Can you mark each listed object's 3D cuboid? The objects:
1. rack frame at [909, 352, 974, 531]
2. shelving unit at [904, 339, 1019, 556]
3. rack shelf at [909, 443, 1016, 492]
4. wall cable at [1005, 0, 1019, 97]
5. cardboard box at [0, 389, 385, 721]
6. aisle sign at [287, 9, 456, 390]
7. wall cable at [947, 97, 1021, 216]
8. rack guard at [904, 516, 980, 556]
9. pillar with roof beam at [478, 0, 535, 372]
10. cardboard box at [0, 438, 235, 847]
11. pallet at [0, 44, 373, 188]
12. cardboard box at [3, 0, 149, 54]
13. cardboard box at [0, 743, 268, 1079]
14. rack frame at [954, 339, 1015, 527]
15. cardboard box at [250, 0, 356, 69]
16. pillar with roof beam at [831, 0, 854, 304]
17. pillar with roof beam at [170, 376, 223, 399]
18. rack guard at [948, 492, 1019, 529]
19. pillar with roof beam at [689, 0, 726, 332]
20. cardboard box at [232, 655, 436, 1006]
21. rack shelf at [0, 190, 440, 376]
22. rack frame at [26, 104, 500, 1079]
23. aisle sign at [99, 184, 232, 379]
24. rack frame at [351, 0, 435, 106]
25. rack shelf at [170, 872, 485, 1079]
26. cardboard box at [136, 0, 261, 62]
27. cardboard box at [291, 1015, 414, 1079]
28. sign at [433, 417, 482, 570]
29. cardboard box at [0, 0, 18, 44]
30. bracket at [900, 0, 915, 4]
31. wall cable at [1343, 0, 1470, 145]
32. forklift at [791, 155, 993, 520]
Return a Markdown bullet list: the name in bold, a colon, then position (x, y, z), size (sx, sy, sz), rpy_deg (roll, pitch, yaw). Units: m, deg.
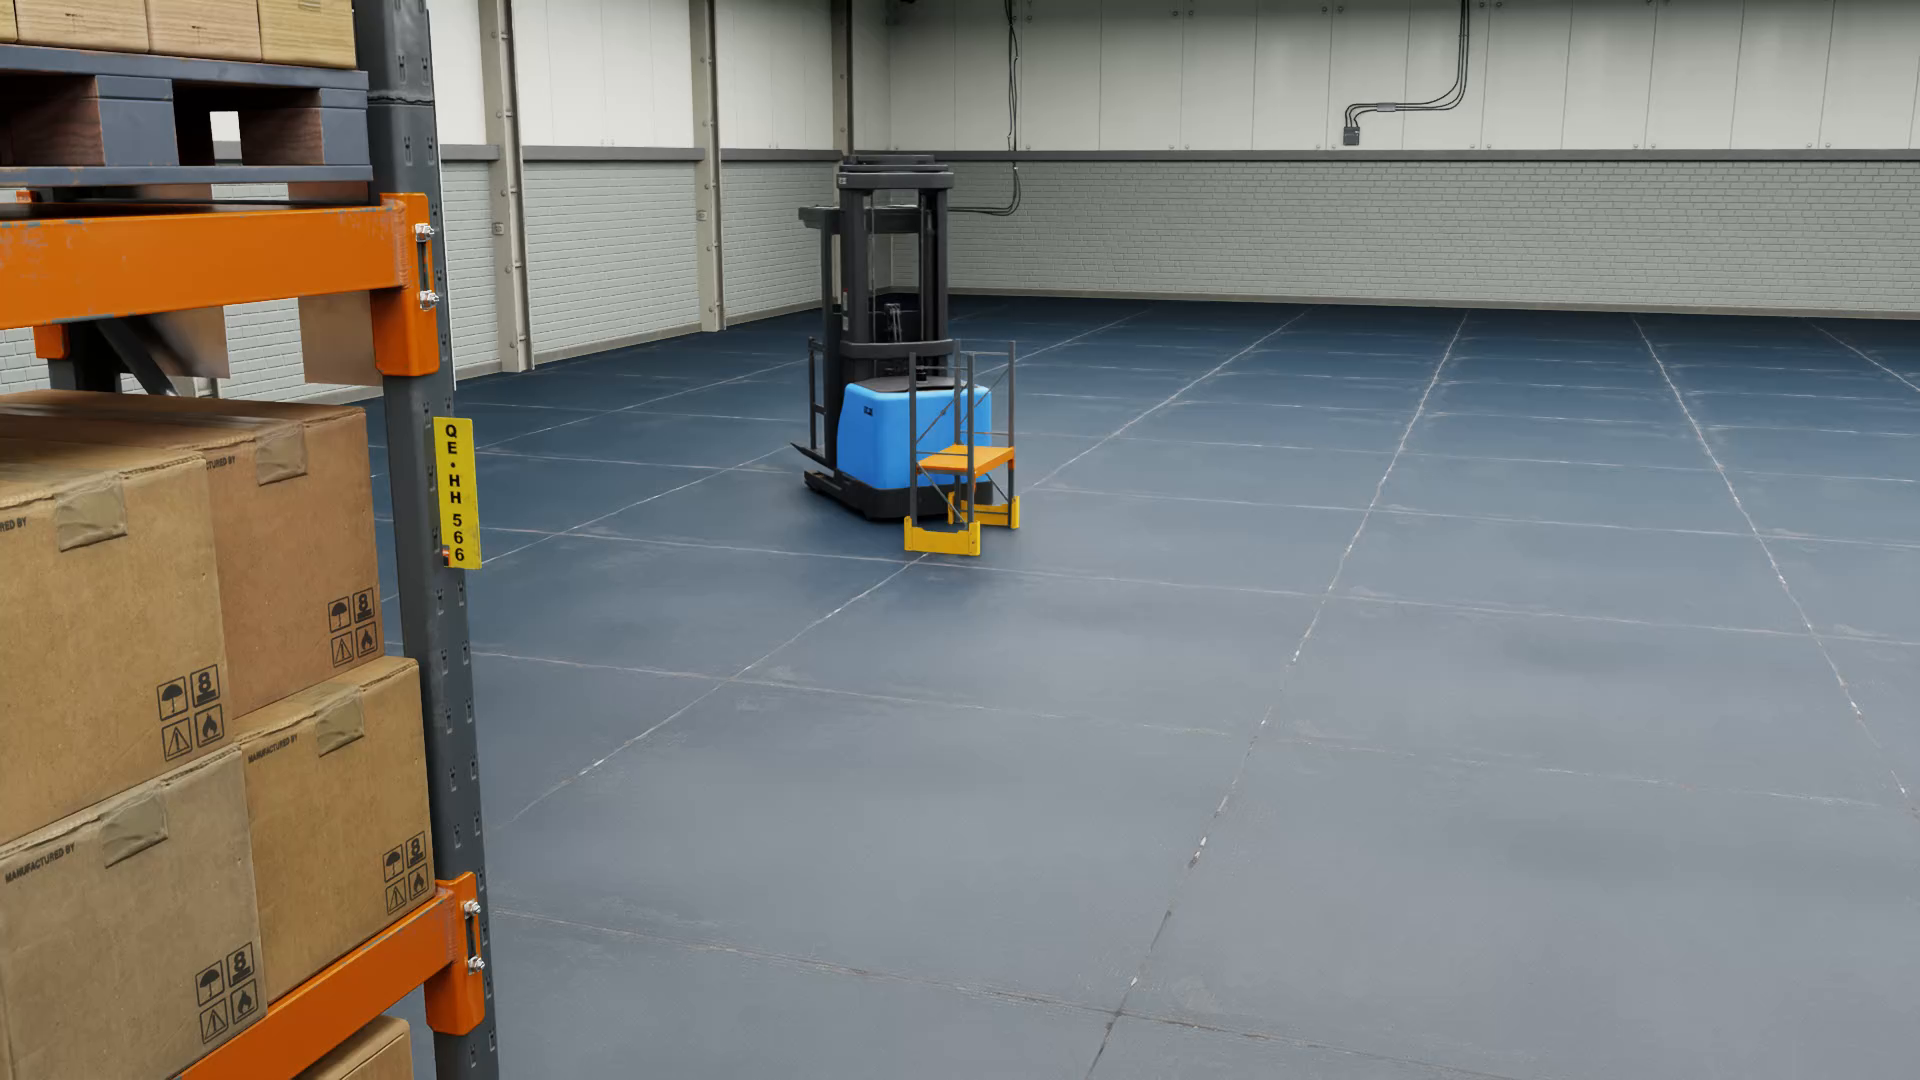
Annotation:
- **rack frame**: position (-0.136, -0.641, 12.426), size (0.500, 1.500, 0.032), rpy_deg (4, 14, 19)
- **shelving unit**: position (0.027, -0.746, 12.886), size (0.587, 1.500, 1.083), rpy_deg (4, 14, 19)
- **rack shelf**: position (0.030, -0.573, 12.935), size (0.538, 0.185, 1.000), rpy_deg (4, 14, 19)
- **wall cable**: position (2.396, -10.591, 34.794), size (3.097, 2.526, 0.112), rpy_deg (4, 14, 18)
- **cardboard box**: position (-1.739, 0.015, 3.417), size (0.875, 0.550, 0.550), rpy_deg (4, 14, 18)
- **aisle sign**: position (-1.276, -0.721, 3.565), size (0.394, 0.787, 0.004), rpy_deg (4, 14, 18)
- **wall cable**: position (-0.164, -8.323, 36.210), size (3.097, 2.526, 0.112), rpy_deg (4, 14, 18)
- **rack guard**: position (-0.136, -0.032, 12.567), size (0.587, 0.250, 0.087), rpy_deg (4, 14, 19)
- **pillar with roof beam**: position (-2.178, -6.475, 21.136), size (9.100, 9.000, 0.400), rpy_deg (4, 14, 18)
- **cardboard box**: position (-1.830, 0.138, 2.881), size (0.875, 0.550, 0.550), rpy_deg (4, 14, 18)
- **pallet**: position (-1.813, -0.723, 2.872), size (1.003, 0.211, 1.213), rpy_deg (4, 14, 18)
- **cardboard box**: position (-1.534, -0.853, 2.637), size (0.380, 0.149, 0.250), rpy_deg (5, 14, 19)
- **cardboard box**: position (-1.817, 0.665, 2.996), size (0.875, 0.550, 0.550), rpy_deg (4, 14, 18)
- **rack frame**: position (0.196, -0.855, 13.363), size (0.500, 1.500, 0.032), rpy_deg (4, 14, 19)
- **cardboard box**: position (-1.370, -0.960, 3.107), size (0.380, 0.149, 0.250), rpy_deg (4, 14, 18)
- **pillar with roof beam**: position (1.705, -9.002, 32.206), size (9.100, 9.000, 0.548), rpy_deg (4, 14, 18)
- **pillar with roof beam**: position (-4.119, -5.212, 15.601), size (9.100, 9.000, 0.400), rpy_deg (4, 14, 18)
- **rack guard**: position (0.190, -0.241, 13.484), size (0.587, 0.250, 0.087), rpy_deg (4, 14, 19)
- **pillar with roof beam**: position (-0.236, -7.739, 26.671), size (9.100, 9.000, 0.400), rpy_deg (4, 14, 18)
- **cardboard box**: position (-1.660, 0.548, 3.511), size (0.875, 0.550, 0.550), rpy_deg (4, 14, 18)
- **rack shelf**: position (-2.230, -0.151, 1.785), size (1.077, 0.370, 4.000), rpy_deg (4, 14, 18)
- **rack frame**: position (-1.583, 0.539, 3.884), size (1.000, 3.000, 0.127), rpy_deg (4, 14, 18)
- **aisle sign**: position (-1.844, -0.765, 3.755), size (0.394, 0.787, 0.004), rpy_deg (4, 14, 18)
- **rack frame**: position (-1.583, -2.385, 3.216), size (1.000, 3.000, 0.127), rpy_deg (4, 14, 18)
- **rack shelf**: position (-2.230, 1.311, 2.119), size (1.077, 0.370, 4.000), rpy_deg (4, 14, 18)
- **cardboard box**: position (-1.452, -0.907, 2.874), size (0.380, 0.149, 0.250), rpy_deg (4, 14, 19)
- **cardboard box**: position (-1.740, 1.518, 3.427), size (0.875, 0.875, 0.875), rpy_deg (4, 14, 19)
- **sign**: position (-1.074, -0.099, 3.545), size (0.100, 0.325, 0.005), rpy_deg (4, 14, 18)
- **cardboard box**: position (-1.617, -0.799, 2.404), size (0.380, 0.149, 0.250), rpy_deg (4, 14, 19)
- **bracket**: position (-1.132, -11.628, 35.620), size (0.235, 0.232, 0.430), rpy_deg (4, 14, 18)
- **wall cable**: position (8.814, -10.808, 32.476), size (2.305, 6.003, 0.169), rpy_deg (4, 14, 18)
- **forklift**: position (-0.757, -1.880, 14.639), size (1.130, 2.935, 3.031), rpy_deg (-5, 14, -22)
